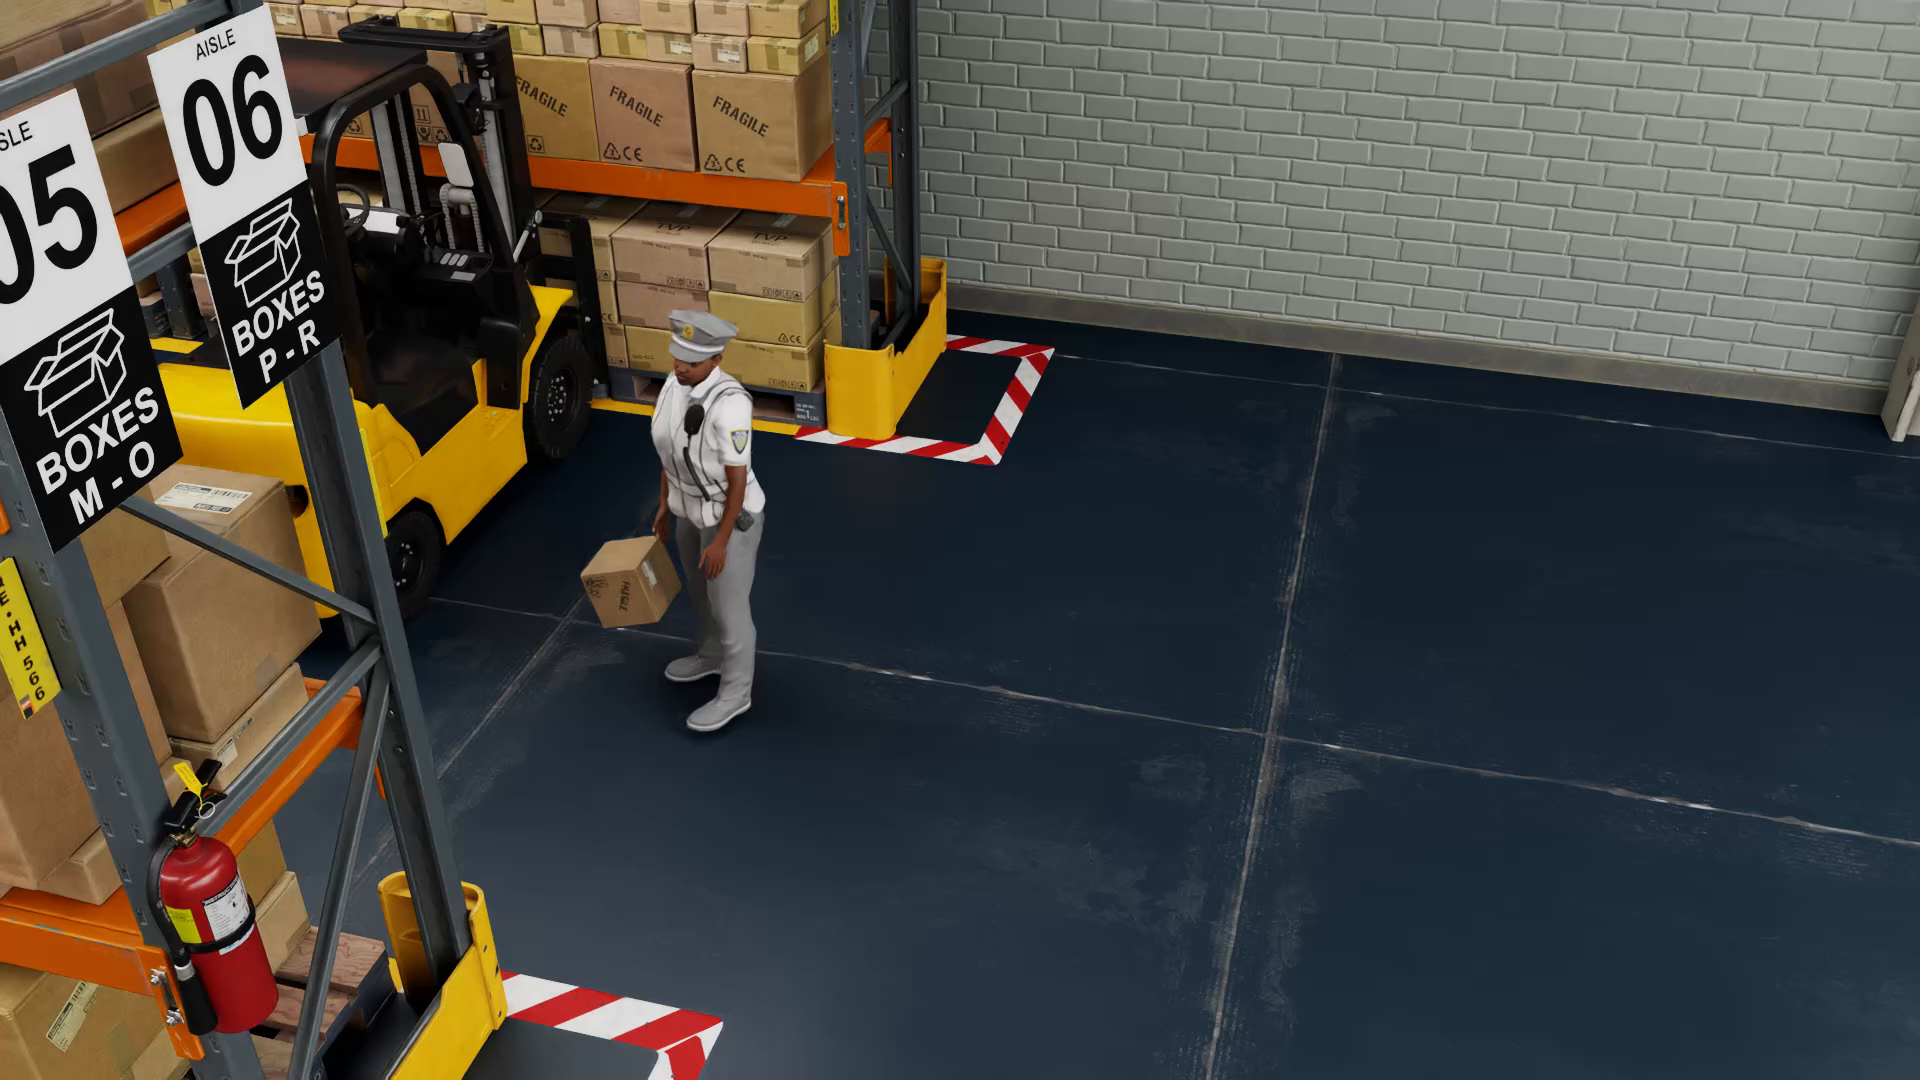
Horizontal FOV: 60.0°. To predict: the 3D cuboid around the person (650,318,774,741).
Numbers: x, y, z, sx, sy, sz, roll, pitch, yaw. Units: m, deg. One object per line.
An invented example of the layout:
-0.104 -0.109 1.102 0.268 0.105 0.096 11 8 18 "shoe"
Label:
-0.922 -0.063 6.182 0.536 1.677 0.402 18 37 26 "person"
